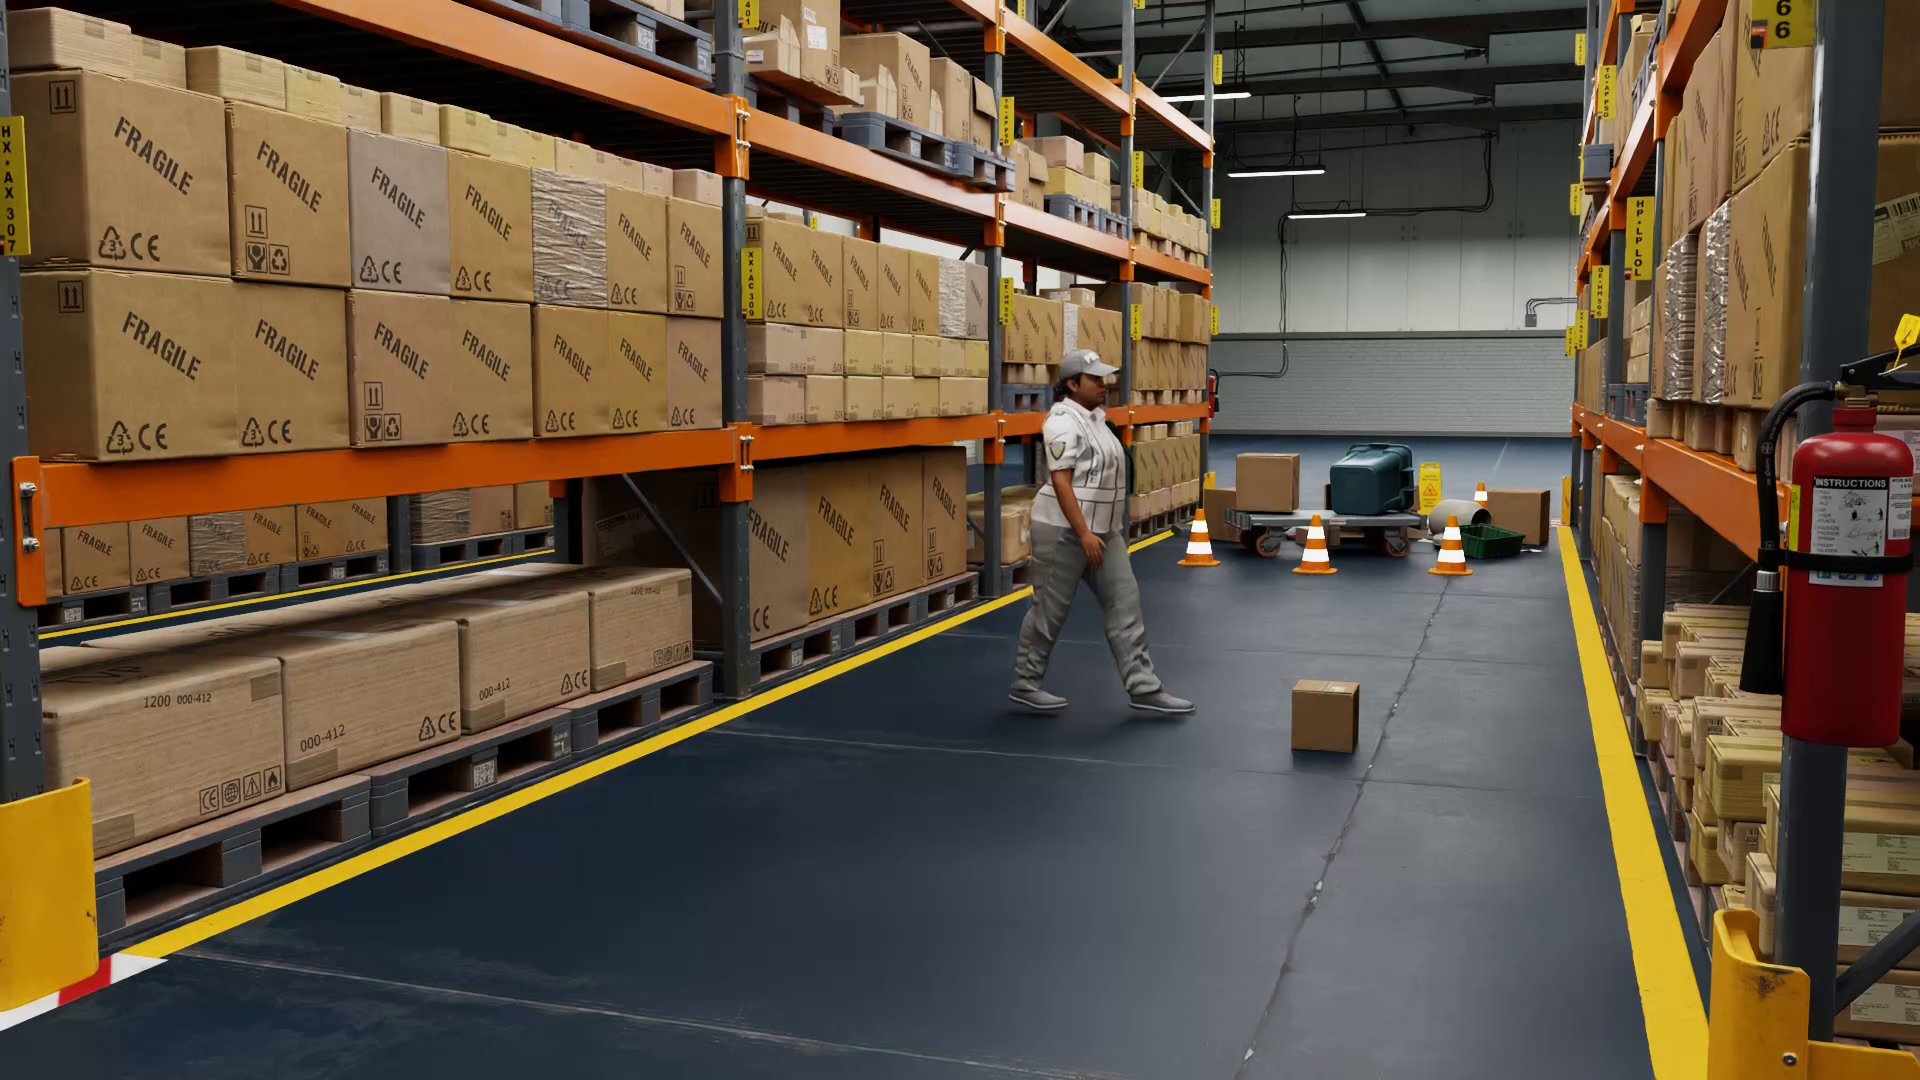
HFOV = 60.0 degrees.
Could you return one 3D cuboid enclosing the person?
[{"bbox_3d":[0.596,-0.034,7.430,0.828,1.628,0.495,4,6,34],"label":"person"}]
